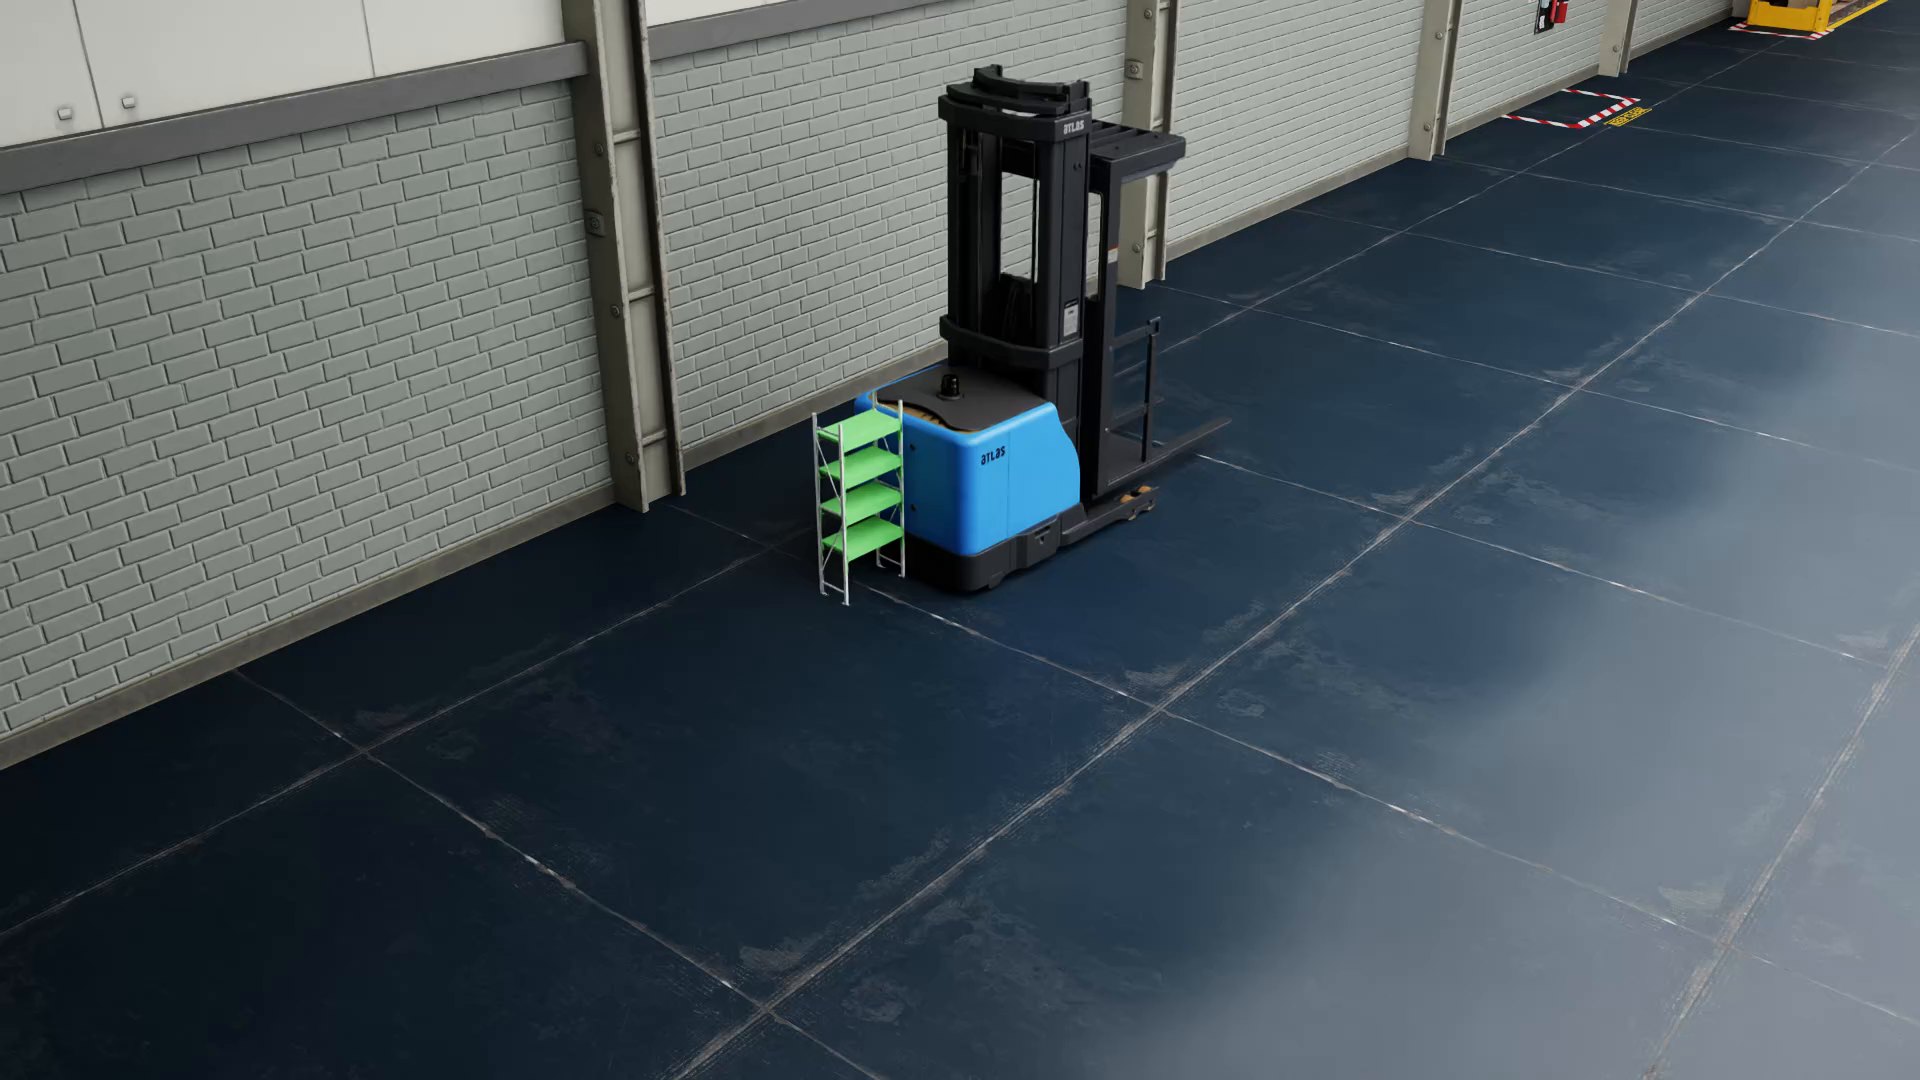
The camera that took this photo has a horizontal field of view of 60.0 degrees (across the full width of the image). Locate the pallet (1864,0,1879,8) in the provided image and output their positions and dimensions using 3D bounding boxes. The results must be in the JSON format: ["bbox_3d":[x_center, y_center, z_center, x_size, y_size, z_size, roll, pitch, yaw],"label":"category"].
[{"bbox_3d":[15.498,-9.569,29.150,1.003,0.211,1.213,21,34,34],"label":"pallet"}]

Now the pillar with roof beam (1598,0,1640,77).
[{"bbox_3d":[12.637,-9.418,19.294,9.100,9.000,0.400,21,34,34],"label":"pillar with roof beam"}]

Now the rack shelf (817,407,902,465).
[{"bbox_3d":[-0.603,-0.621,9.871,0.258,0.148,0.480,23,35,37],"label":"rack shelf"}]

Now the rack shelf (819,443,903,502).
[{"bbox_3d":[-0.603,-0.408,9.981,0.258,0.148,0.480,23,35,37],"label":"rack shelf"}]

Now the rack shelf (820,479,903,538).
[{"bbox_3d":[-0.603,-0.195,10.091,0.258,0.148,0.480,23,35,37],"label":"rack shelf"}]

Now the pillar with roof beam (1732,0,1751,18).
[{"bbox_3d":[16.453,-11.545,23.406,9.100,9.000,0.400,21,34,34],"label":"pillar with roof beam"}]

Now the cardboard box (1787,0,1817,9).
[{"bbox_3d":[13.863,-8.858,27.188,0.500,0.311,0.500,17,32,29],"label":"cardboard box"}]

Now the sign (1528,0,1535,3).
[{"bbox_3d":[7.282,-6.997,21.103,0.001,0.329,0.234,21,34,34],"label":"sign"}]

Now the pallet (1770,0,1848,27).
[{"bbox_3d":[13.946,-8.704,27.477,1.003,0.211,1.213,21,34,34],"label":"pallet"}]

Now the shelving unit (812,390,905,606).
[{"bbox_3d":[-0.603,-0.251,10.062,0.258,1.200,0.503,23,35,37],"label":"shelving unit"}]

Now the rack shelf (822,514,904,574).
[{"bbox_3d":[-0.603,0.018,10.202,0.258,0.148,0.480,23,35,37],"label":"rack shelf"}]

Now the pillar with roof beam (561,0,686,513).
[{"bbox_3d":[1.187,-3.036,6.957,9.100,9.000,0.400,21,34,34],"label":"pillar with roof beam"}]

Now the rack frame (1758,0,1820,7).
[{"bbox_3d":[13.353,-9.638,26.248,1.000,3.000,0.127,21,34,34],"label":"rack frame"}]

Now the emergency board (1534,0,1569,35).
[{"bbox_3d":[7.714,-7.147,21.432,0.194,1.169,0.643,21,34,34],"label":"emergency board"}]

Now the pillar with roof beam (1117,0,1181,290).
[{"bbox_3d":[5.004,-5.163,11.069,9.100,9.000,0.400,21,34,34],"label":"pillar with roof beam"}]

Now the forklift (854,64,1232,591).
[{"bbox_3d":[0.703,-1.579,10.744,1.130,2.935,3.031,23,35,37],"label":"forklift"}]

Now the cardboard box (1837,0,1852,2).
[{"bbox_3d":[14.731,-9.390,28.010,0.700,0.500,0.500,18,33,31],"label":"cardboard box"}]

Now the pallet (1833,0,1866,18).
[{"bbox_3d":[14.722,-9.135,28.310,1.003,0.211,1.213,21,34,34],"label":"pallet"}]

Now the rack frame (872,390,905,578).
[{"bbox_3d":[-0.436,-0.333,10.220,0.240,1.200,0.015,23,35,37],"label":"rack frame"}]

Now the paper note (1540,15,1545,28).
[{"bbox_3d":[7.548,-6.713,21.552,0.016,0.148,0.142,21,34,34],"label":"paper note"}]

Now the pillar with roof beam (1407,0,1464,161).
[{"bbox_3d":[8.820,-7.291,15.181,9.100,9.000,0.400,21,34,34],"label":"pillar with roof beam"}]

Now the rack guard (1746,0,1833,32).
[{"bbox_3d":[13.402,-8.555,26.874,1.175,0.500,0.348,21,34,34],"label":"rack guard"}]

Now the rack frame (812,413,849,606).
[{"bbox_3d":[-0.770,-0.170,9.904,0.240,1.200,0.015,23,35,37],"label":"rack frame"}]

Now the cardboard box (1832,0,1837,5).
[{"bbox_3d":[14.226,-9.060,27.579,0.500,0.311,0.500,24,36,38],"label":"cardboard box"}]
